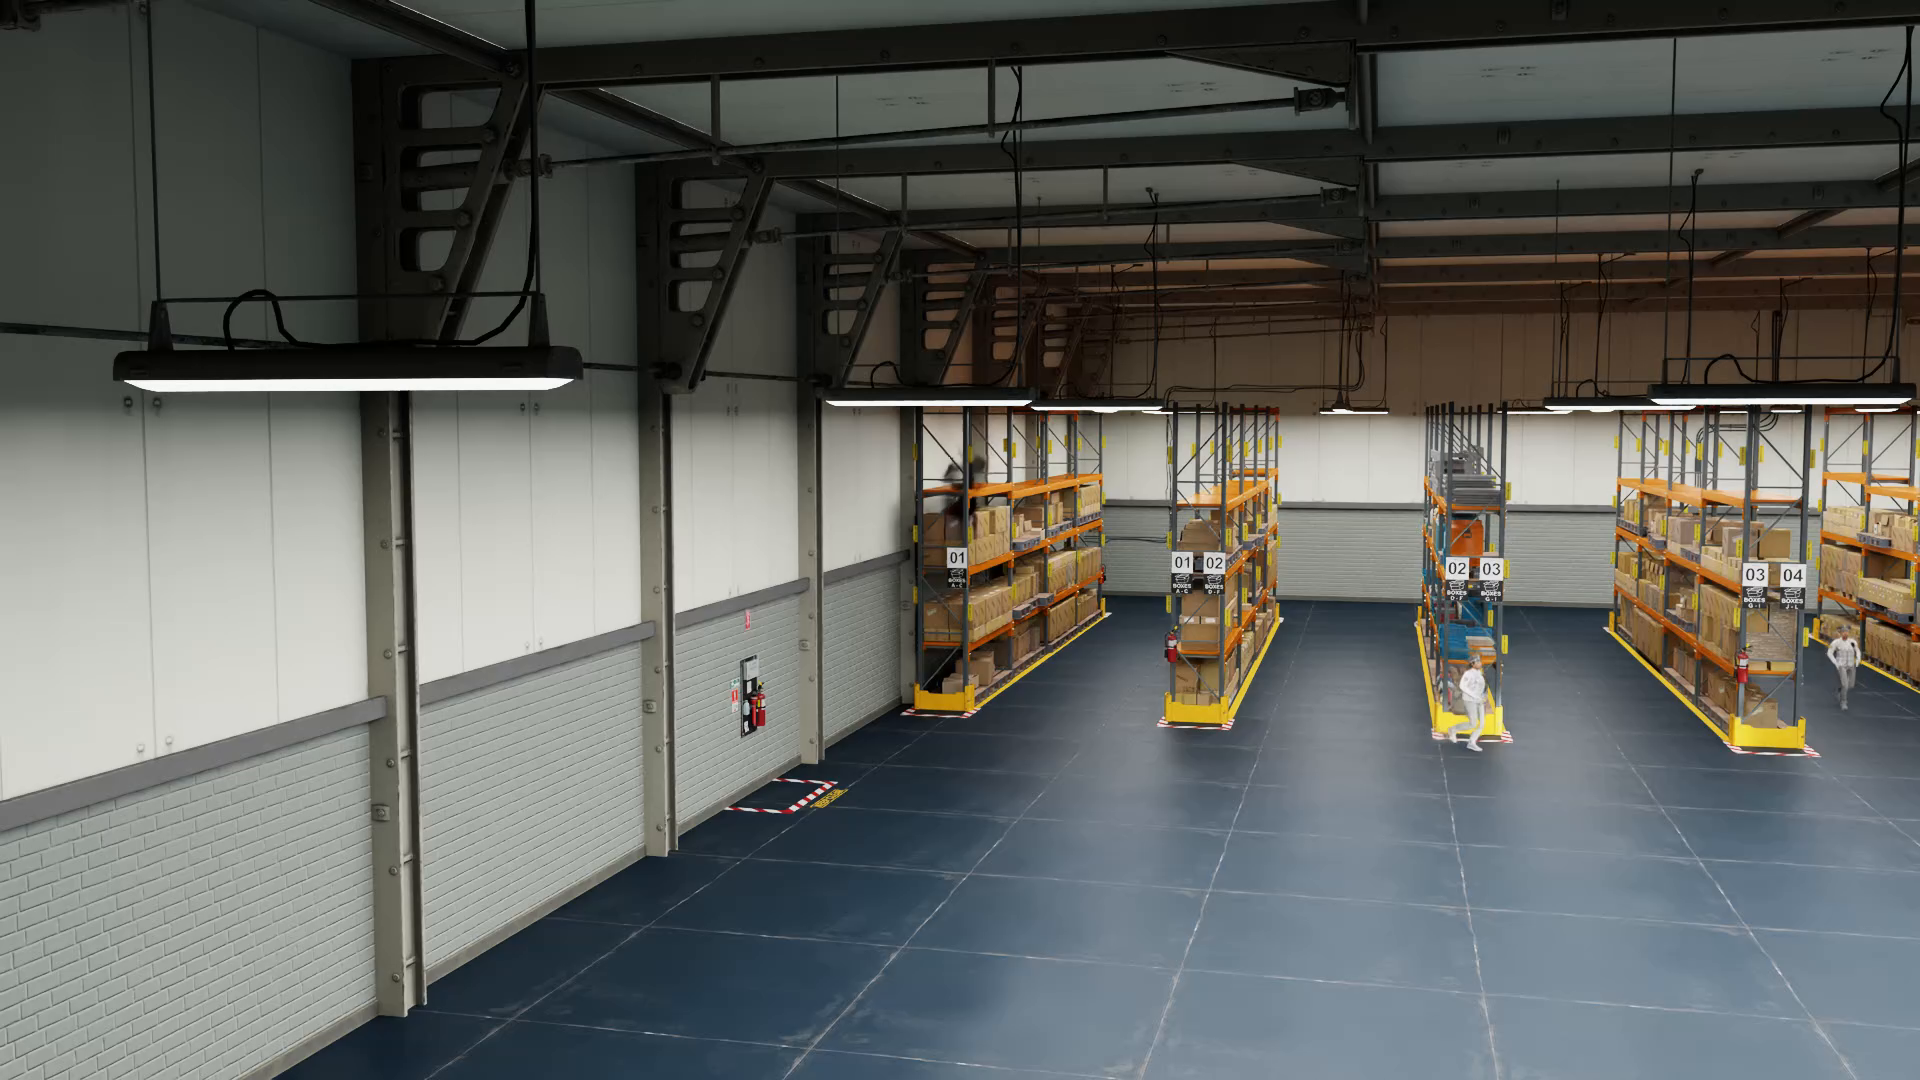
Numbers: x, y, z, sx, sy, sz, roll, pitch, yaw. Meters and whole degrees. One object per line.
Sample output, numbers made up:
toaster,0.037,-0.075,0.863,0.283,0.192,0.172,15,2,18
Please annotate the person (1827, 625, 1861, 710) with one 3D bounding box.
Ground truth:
person,17.398,2.485,32.731,0.616,1.675,0.561,1,4,9

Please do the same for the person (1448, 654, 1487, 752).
person,8.815,2.784,28.740,0.637,1.666,0.622,-4,6,-44

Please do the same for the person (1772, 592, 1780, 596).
person,20.916,1.720,43.226,0.842,1.676,0.698,-4,6,-40
